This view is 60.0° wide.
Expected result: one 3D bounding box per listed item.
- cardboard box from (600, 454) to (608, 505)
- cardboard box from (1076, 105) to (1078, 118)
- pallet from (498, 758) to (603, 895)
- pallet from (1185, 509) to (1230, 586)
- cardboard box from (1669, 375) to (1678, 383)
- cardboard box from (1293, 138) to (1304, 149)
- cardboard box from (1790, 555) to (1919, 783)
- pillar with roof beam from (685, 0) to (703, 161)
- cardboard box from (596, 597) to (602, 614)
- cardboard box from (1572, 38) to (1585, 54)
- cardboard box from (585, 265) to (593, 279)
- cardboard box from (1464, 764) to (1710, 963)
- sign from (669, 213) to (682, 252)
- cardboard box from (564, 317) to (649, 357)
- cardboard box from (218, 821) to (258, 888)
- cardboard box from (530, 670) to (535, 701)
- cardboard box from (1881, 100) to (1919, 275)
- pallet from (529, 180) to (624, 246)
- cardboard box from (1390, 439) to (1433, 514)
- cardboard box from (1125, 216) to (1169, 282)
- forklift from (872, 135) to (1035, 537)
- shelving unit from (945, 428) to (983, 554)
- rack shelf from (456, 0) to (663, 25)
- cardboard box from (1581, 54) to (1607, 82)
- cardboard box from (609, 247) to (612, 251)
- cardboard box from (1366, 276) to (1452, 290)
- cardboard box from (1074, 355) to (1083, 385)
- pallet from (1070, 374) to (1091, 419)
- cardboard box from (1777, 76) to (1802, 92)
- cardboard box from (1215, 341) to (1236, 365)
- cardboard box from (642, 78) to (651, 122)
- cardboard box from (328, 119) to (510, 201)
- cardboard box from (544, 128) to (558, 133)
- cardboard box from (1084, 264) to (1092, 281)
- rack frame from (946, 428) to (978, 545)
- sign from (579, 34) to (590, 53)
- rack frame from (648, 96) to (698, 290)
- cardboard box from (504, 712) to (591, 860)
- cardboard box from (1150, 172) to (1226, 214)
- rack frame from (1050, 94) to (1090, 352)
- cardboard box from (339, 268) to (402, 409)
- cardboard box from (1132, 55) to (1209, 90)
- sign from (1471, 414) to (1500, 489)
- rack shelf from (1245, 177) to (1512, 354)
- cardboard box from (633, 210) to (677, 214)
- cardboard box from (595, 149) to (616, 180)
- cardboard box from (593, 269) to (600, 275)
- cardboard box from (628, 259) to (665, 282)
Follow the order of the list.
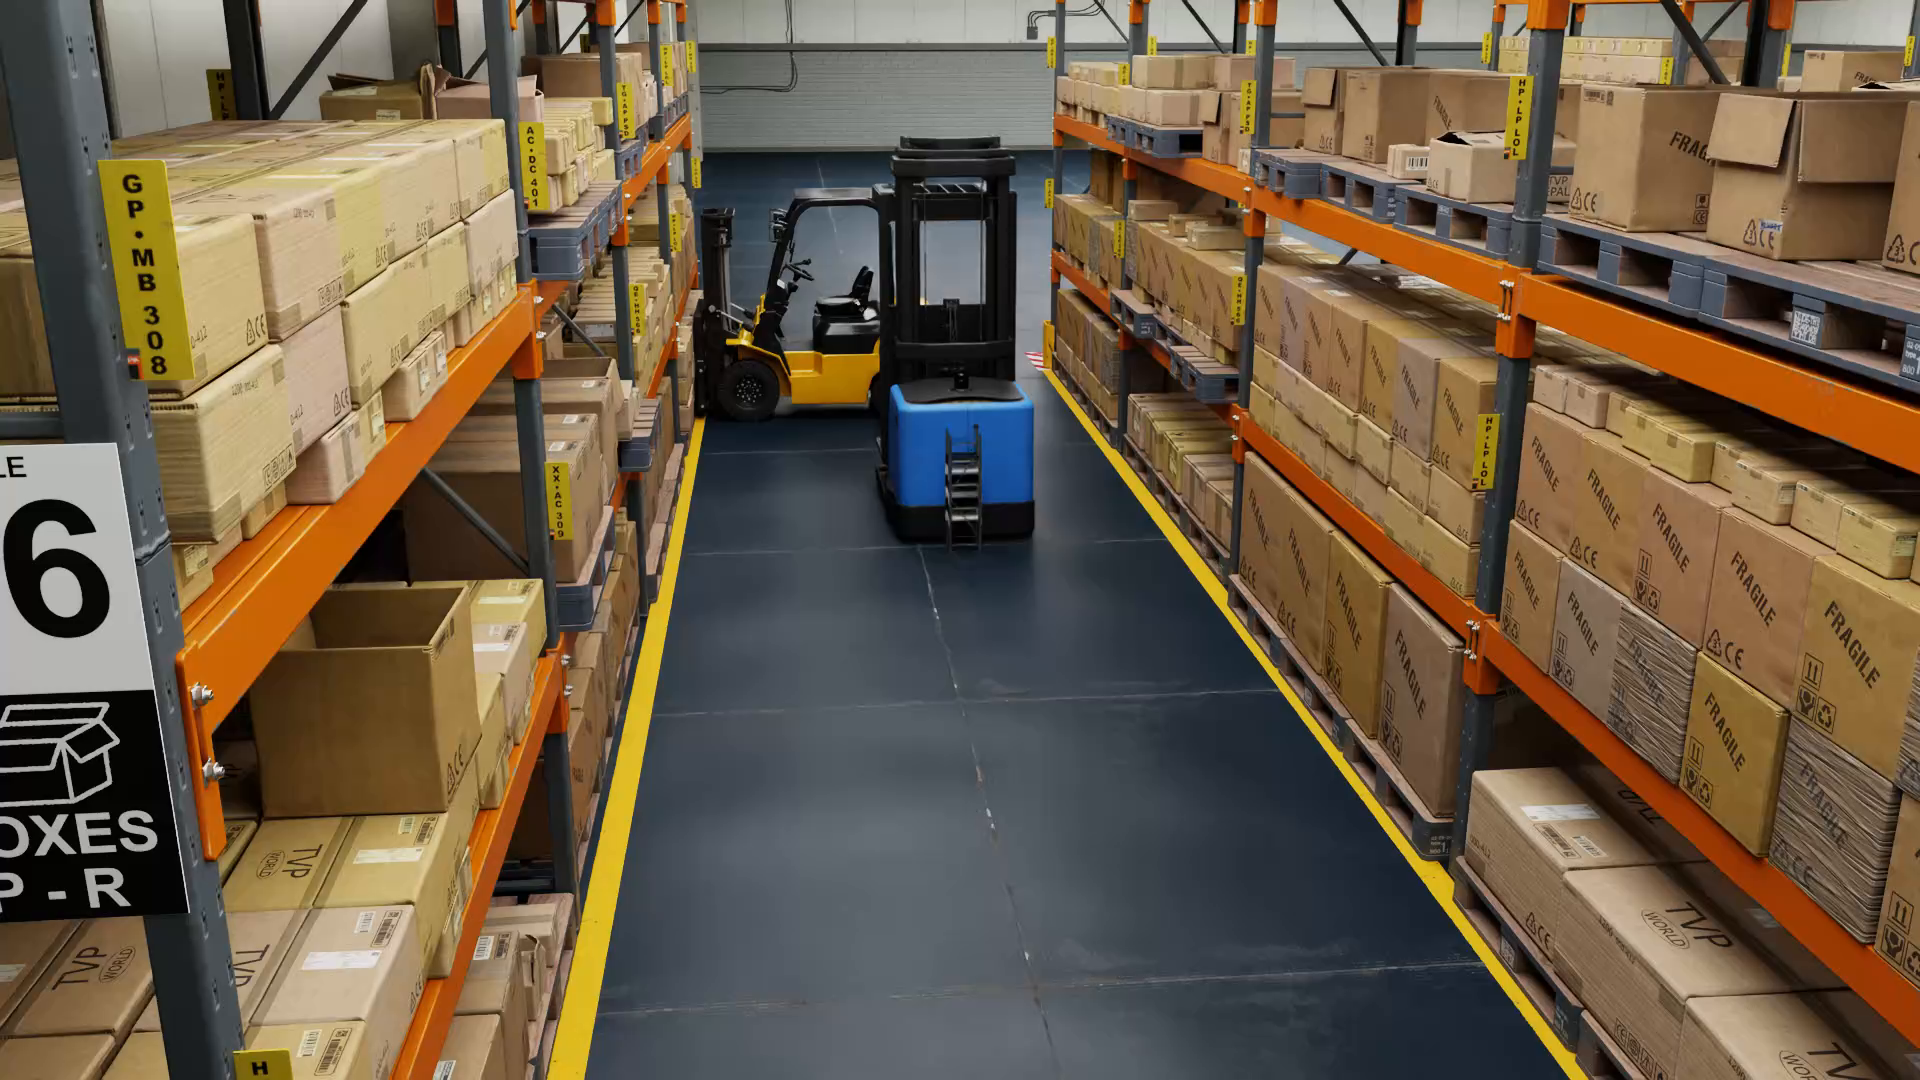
[{"bbox_3d":[-1.924,-0.287,8.106,0.396,0.266,0.258,-1,17,-3],"label":"cardboard box"},{"bbox_3d":[1.407,-4.428,17.186,0.380,0.149,0.250,-2,18,-6],"label":"cardboard box"},{"bbox_3d":[-2.284,1.365,7.978,1.003,0.211,1.213,-2,18,-6],"label":"pallet"},{"bbox_3d":[2.282,0.027,12.240,1.003,0.211,1.213,-2,18,-6],"label":"pallet"},{"bbox_3d":[3.122,-0.632,6.762,0.380,0.149,0.250,-2,18,-7],"label":"cardboard box"},{"bbox_3d":[2.472,-2.613,11.209,0.396,0.266,0.258,-2,18,-6],"label":"cardboard box"},{"bbox_3d":[2.769,0.349,4.721,0.500,0.500,0.500,-2,18,-6],"label":"cardboard box"},{"bbox_3d":[-3.037,-14.998,45.426,9.100,9.000,0.400,-2,18,-6],"label":"pillar with roof beam"},{"bbox_3d":[-2.164,0.302,9.098,0.380,0.149,0.250,-3,18,-8],"label":"cardboard box"},{"bbox_3d":[6.350,-4.937,16.607,0.380,0.149,0.250,-2,17,-5],"label":"cardboard box"},{"bbox_3d":[-3.118,-2.123,13.180,0.380,0.149,0.250,-2,18,-6],"label":"cardboard box"},{"bbox_3d":[2.732,1.333,6.999,0.875,0.438,0.875,-2,18,-6],"label":"cardboard box"},{"bbox_3d":[-2.449,-2.643,14.286,0.100,0.325,0.005,-2,18,-6],"label":"sign"},{"bbox_3d":[-2.429,-1.372,11.457,0.500,0.250,0.500,-1,17,-4],"label":"cardboard box"},{"bbox_3d":[-2.160,0.966,4.345,0.500,0.250,0.500,-1,17,-4],"label":"cardboard box"},{"bbox_3d":[-1.830,0.559,6.307,0.380,0.149,0.250,-1,17,-4],"label":"cardboard box"},{"bbox_3d":[3.128,-1.020,4.874,0.500,0.500,0.500,-1,17,-5],"label":"cardboard box"},{"bbox_3d":[-2.270,-1.572,7.981,1.213,0.211,1.003,-2,18,-6],"label":"pallet"},{"bbox_3d":[2.428,-0.319,8.100,0.500,0.250,0.500,-1,17,-4],"label":"cardboard box"},{"bbox_3d":[1.712,-2.504,14.281,0.500,0.500,0.500,-1,17,-4],"label":"cardboard box"},{"bbox_3d":[-0.127,-1.818,13.574,1.130,2.935,3.031,-2,18,-7],"label":"forklift"},{"bbox_3d":[0.026,-0.364,12.336,0.258,0.900,0.210,-2,18,-7],"label":"shelving unit"},{"bbox_3d":[-2.782,-3.841,11.756,1.077,0.370,4.000,-2,18,-6],"label":"rack shelf"},{"bbox_3d":[6.454,-4.634,16.307,0.500,0.250,0.500,-2,18,-6],"label":"cardboard box"},{"bbox_3d":[-3.351,-2.430,15.243,0.500,0.500,0.500,-2,17,-5],"label":"cardboard box"},{"bbox_3d":[2.736,-1.297,9.965,0.500,0.500,0.500,-1,17,-5],"label":"cardboard box"},{"bbox_3d":[1.458,-1.780,17.227,0.500,0.250,0.500,-1,17,-2],"label":"cardboard box"},{"bbox_3d":[1.715,-1.496,17.089,1.003,0.211,1.213,-2,18,-6],"label":"pallet"},{"bbox_3d":[7.094,-3.848,14.300,0.500,0.250,0.500,-2,17,-5],"label":"cardboard box"},{"bbox_3d":[1.994,-1.320,11.591,0.380,0.149,0.250,-2,17,-5],"label":"cardboard box"},{"bbox_3d":[-2.592,-3.308,12.479,0.500,0.311,0.500,-2,18,-8],"label":"cardboard box"},{"bbox_3d":[-1.871,-1.322,5.791,0.500,0.250,0.500,-2,18,-5],"label":"cardboard box"},{"bbox_3d":[-1.856,-1.606,6.831,0.380,0.149,0.250,-1,17,-5],"label":"cardboard box"},{"bbox_3d":[1.445,-2.684,16.639,0.380,0.149,0.250,-2,18,-5],"label":"cardboard box"},{"bbox_3d":[0.013,-0.395,12.432,0.240,0.900,0.006,-2,18,-7],"label":"rack frame"},{"bbox_3d":[-3.953,-5.171,17.540,0.100,0.325,0.005,-2,18,-6],"label":"sign"},{"bbox_3d":[-3.401,-3.300,18.181,1.000,3.000,0.127,-2,18,-6],"label":"rack frame"},{"bbox_3d":[-1.989,1.116,7.585,0.500,0.500,0.500,-1,17,-3],"label":"cardboard box"},{"bbox_3d":[2.119,-3.067,15.106,0.700,0.500,0.500,-2,18,-6],"label":"cardboard box"},{"bbox_3d":[1.536,-3.454,18.673,1.000,3.000,0.127,-2,18,-6],"label":"rack frame"},{"bbox_3d":[-1.637,-0.479,3.940,0.500,0.250,0.500,-2,18,-7],"label":"cardboard box"},{"bbox_3d":[1.672,-3.726,13.246,0.500,0.250,0.500,-2,18,-7],"label":"cardboard box"},{"bbox_3d":[2.235,-0.374,7.060,0.100,0.325,0.005,-2,18,-6],"label":"sign"},{"bbox_3d":[2.568,-1.563,8.841,1.077,0.370,4.000,-2,18,-6],"label":"rack shelf"},{"bbox_3d":[-2.802,-2.942,15.294,0.380,0.149,0.250,-1,17,-4],"label":"cardboard box"},{"bbox_3d":[-2.281,-2.131,9.699,0.500,0.250,0.500,-2,18,-7],"label":"cardboard box"},{"bbox_3d":[-3.191,-2.116,13.825,0.500,0.250,0.500,-2,18,-7],"label":"cardboard box"},{"bbox_3d":[-2.555,-2.145,13.253,0.380,0.149,0.250,-2,18,-7],"label":"cardboard box"}]
